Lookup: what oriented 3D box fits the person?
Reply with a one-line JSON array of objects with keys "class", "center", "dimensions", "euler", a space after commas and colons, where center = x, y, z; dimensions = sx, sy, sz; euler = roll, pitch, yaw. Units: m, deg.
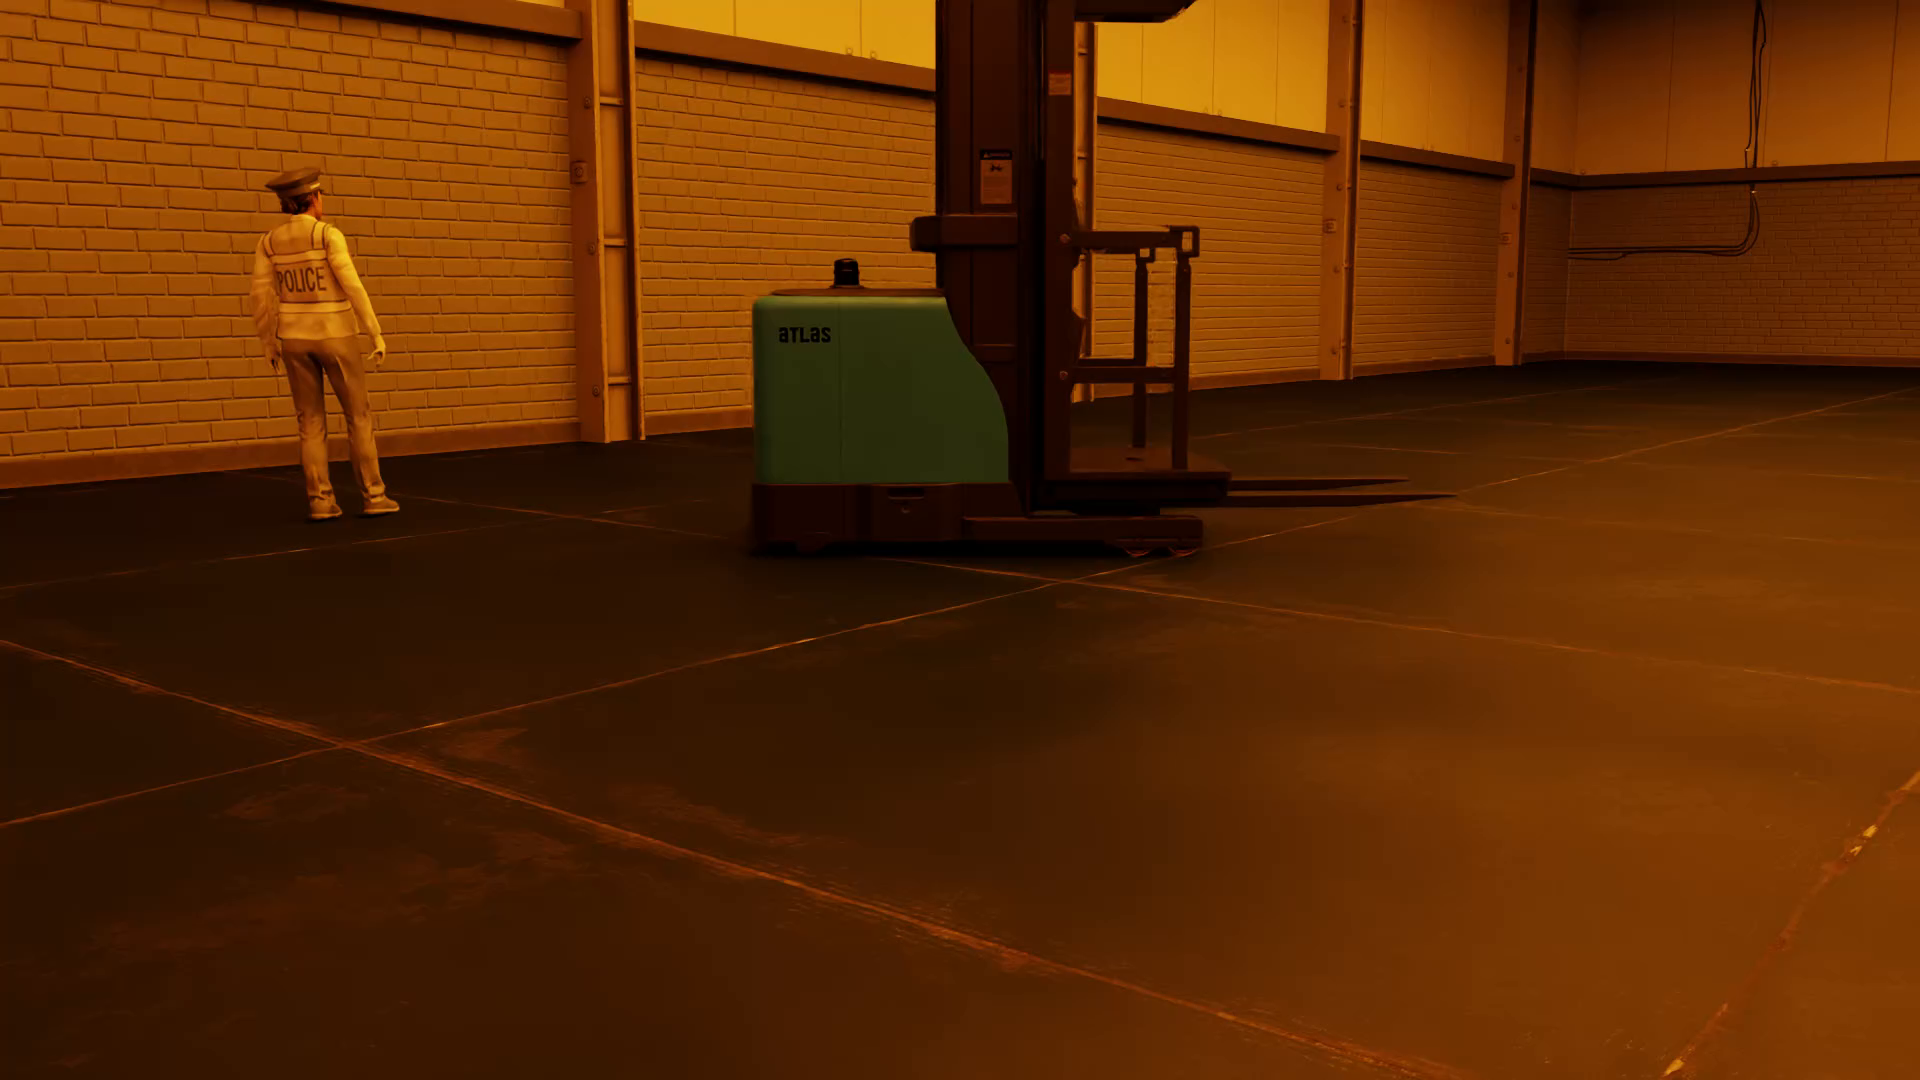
[{"class": "person", "center": [-3.070, -0.949, 8.062], "dimensions": [0.619, 1.691, 0.488], "euler": [1, 8, 3]}]

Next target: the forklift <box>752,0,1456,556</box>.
[{"class": "forklift", "center": [0.619, -1.459, 7.251], "dimensions": [3.031, 2.935, 1.130], "euler": [-1, 8, -4]}]
